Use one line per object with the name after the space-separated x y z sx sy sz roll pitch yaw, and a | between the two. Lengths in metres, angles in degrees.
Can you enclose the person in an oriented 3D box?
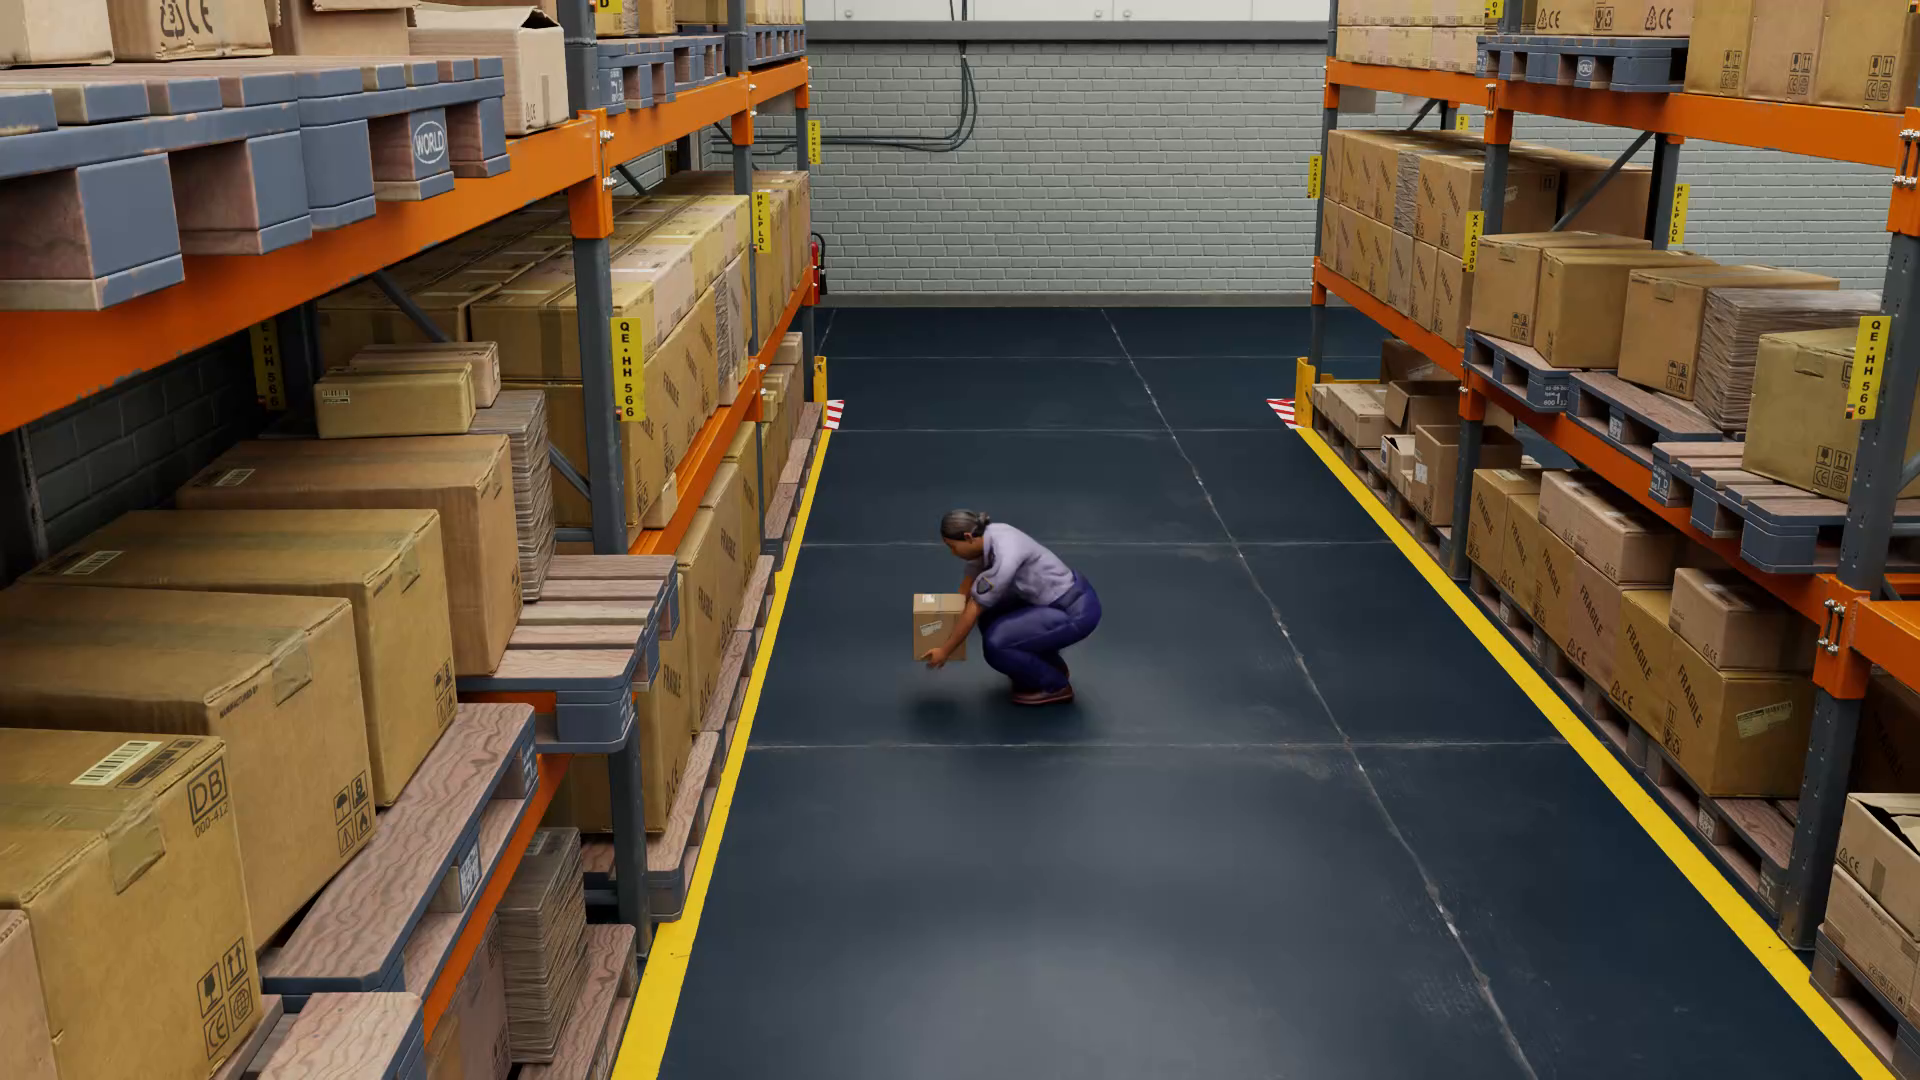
0.241 0.287 7.872 0.851 0.938 0.517 -1 17 -2 | person
